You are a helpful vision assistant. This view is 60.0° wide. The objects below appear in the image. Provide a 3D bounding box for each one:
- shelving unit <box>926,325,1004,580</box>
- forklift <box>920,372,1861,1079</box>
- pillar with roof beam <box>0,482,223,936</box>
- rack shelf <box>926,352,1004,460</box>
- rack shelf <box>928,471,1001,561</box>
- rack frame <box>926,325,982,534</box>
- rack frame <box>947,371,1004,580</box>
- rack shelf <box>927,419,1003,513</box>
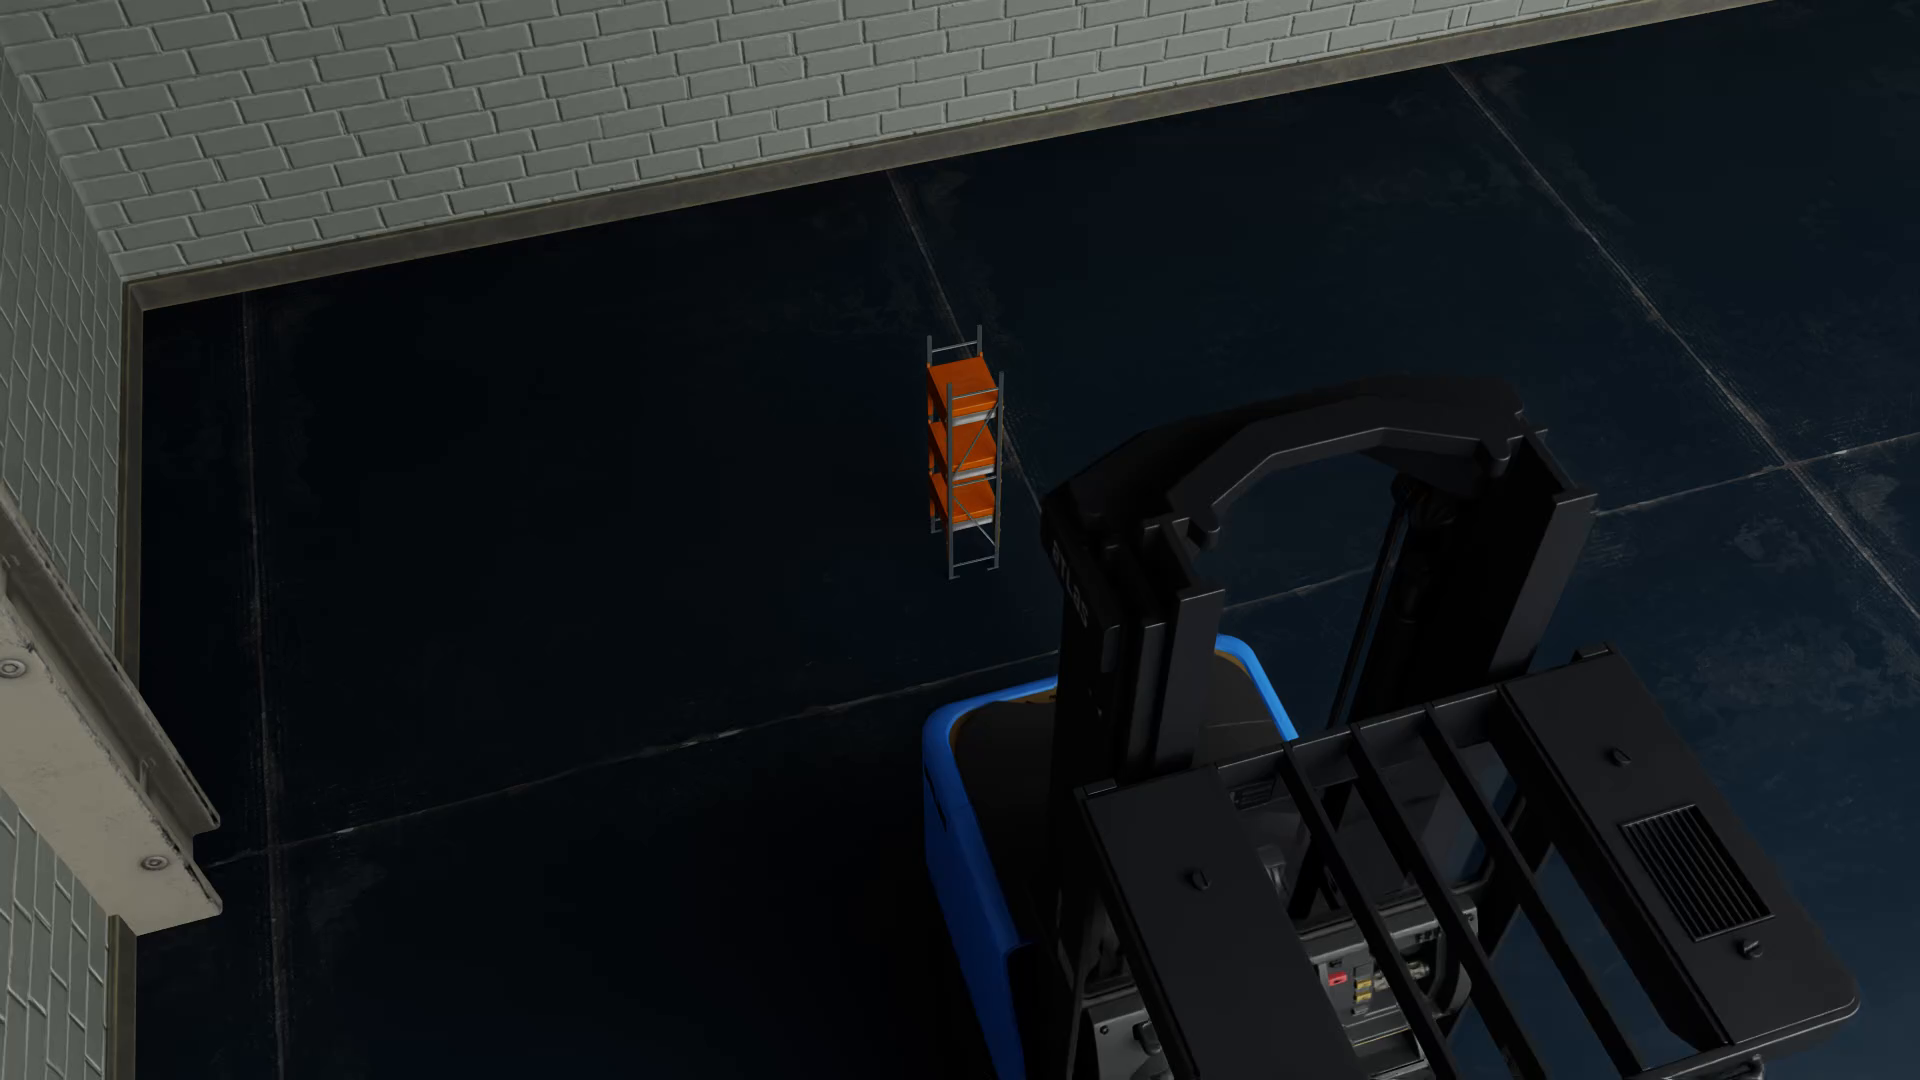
[{"bbox_3d":[0.016,-0.299,6.105,0.215,1.050,0.252,-13,51,-11],"label":"shelving unit"},{"bbox_3d":[0.805,1.196,3.614,1.130,2.935,3.031,-14,51,-11],"label":"forklift"},{"bbox_3d":[1.467,-2.749,2.971,9.100,9.000,0.400,-13,51,-11],"label":"pillar with roof beam"},{"bbox_3d":[0.016,-0.475,5.896,0.215,0.259,0.240,-13,51,-11],"label":"rack shelf"},{"bbox_3d":[0.016,-0.113,6.326,0.215,0.259,0.240,-13,51,-11],"label":"rack shelf"},{"bbox_3d":[-0.020,-0.388,6.180,0.200,1.050,0.008,-13,51,-11],"label":"rack frame"},{"bbox_3d":[0.052,-0.210,6.030,0.200,1.050,0.008,-13,51,-11],"label":"rack frame"},{"bbox_3d":[0.016,-0.292,6.113,0.215,0.259,0.240,-13,51,-11],"label":"rack shelf"}]
